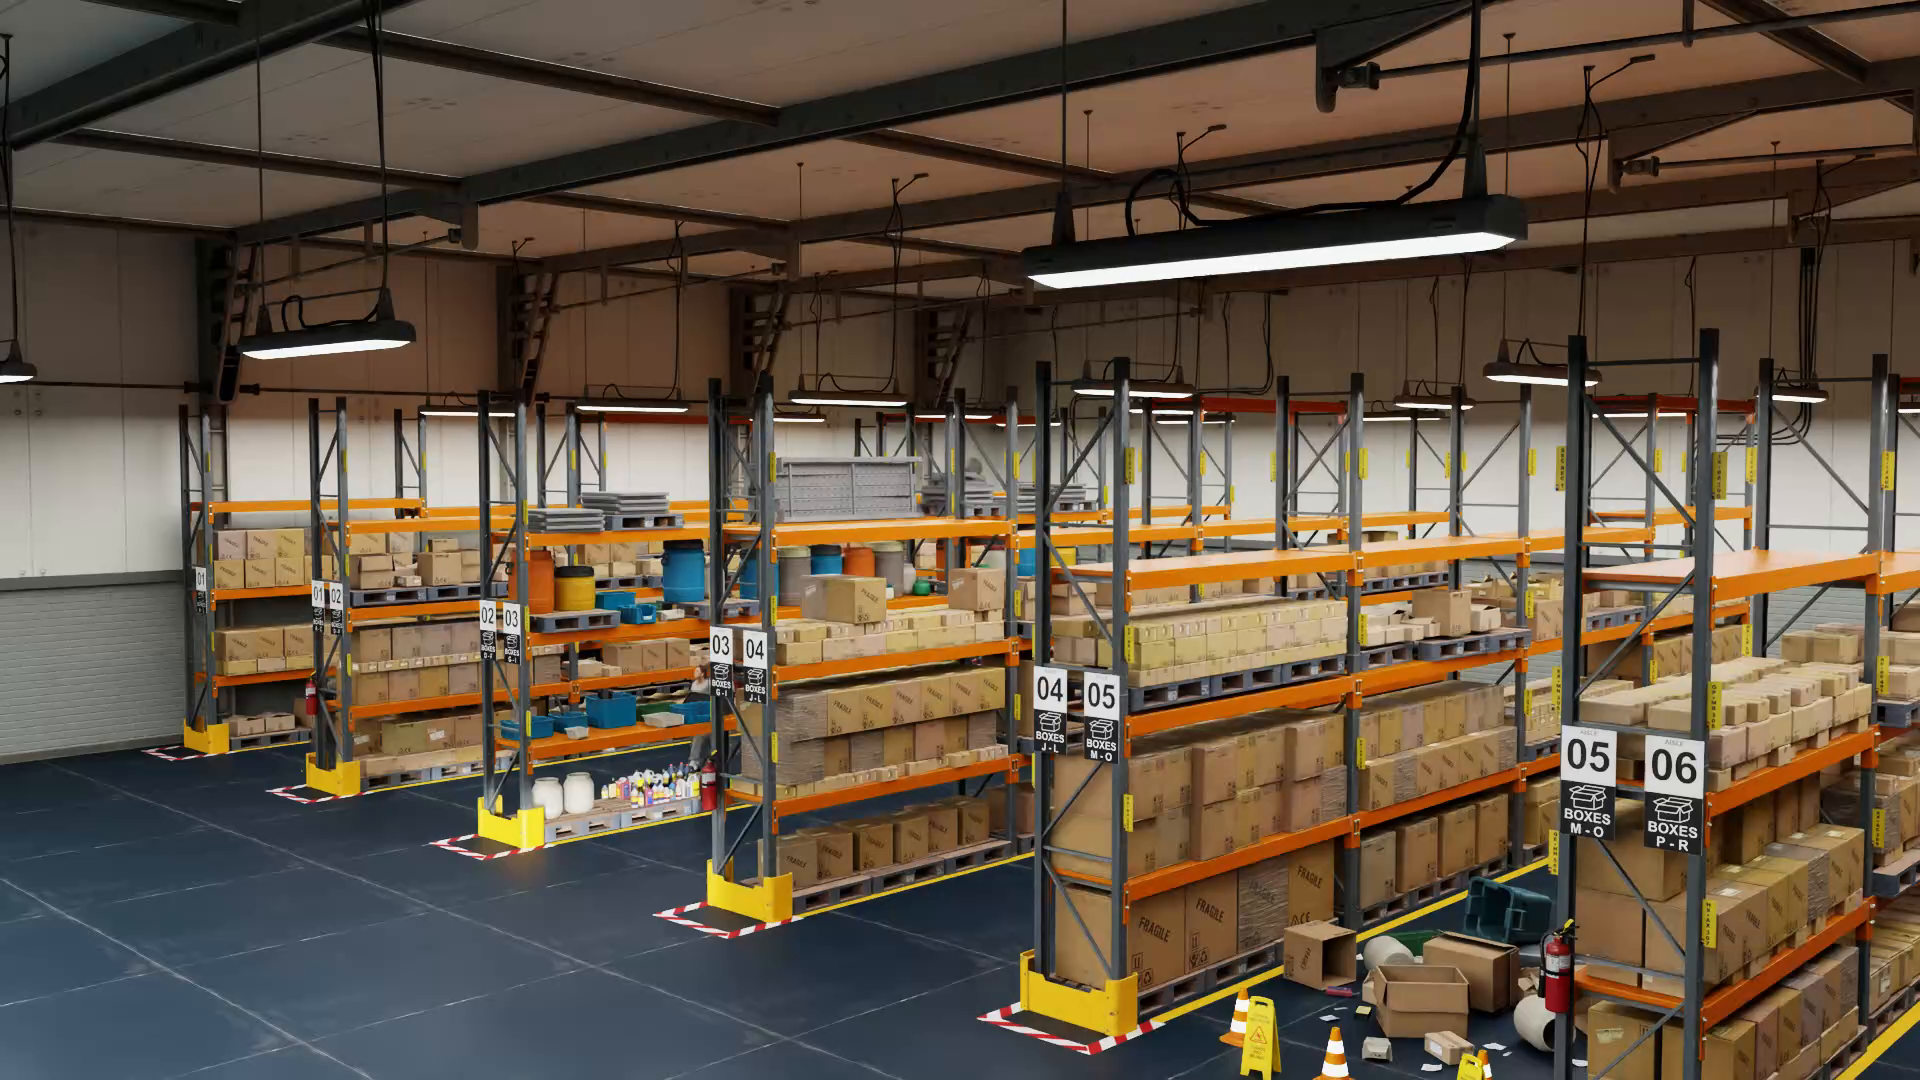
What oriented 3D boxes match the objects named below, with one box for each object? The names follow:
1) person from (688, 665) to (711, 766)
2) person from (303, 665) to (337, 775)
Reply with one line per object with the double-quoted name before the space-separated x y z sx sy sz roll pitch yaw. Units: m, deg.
"person" -4.230 2.896 27.577 0.577 1.661 0.895 2 4 38
"person" -10.381 2.888 27.161 0.624 1.770 1.008 2 4 34
